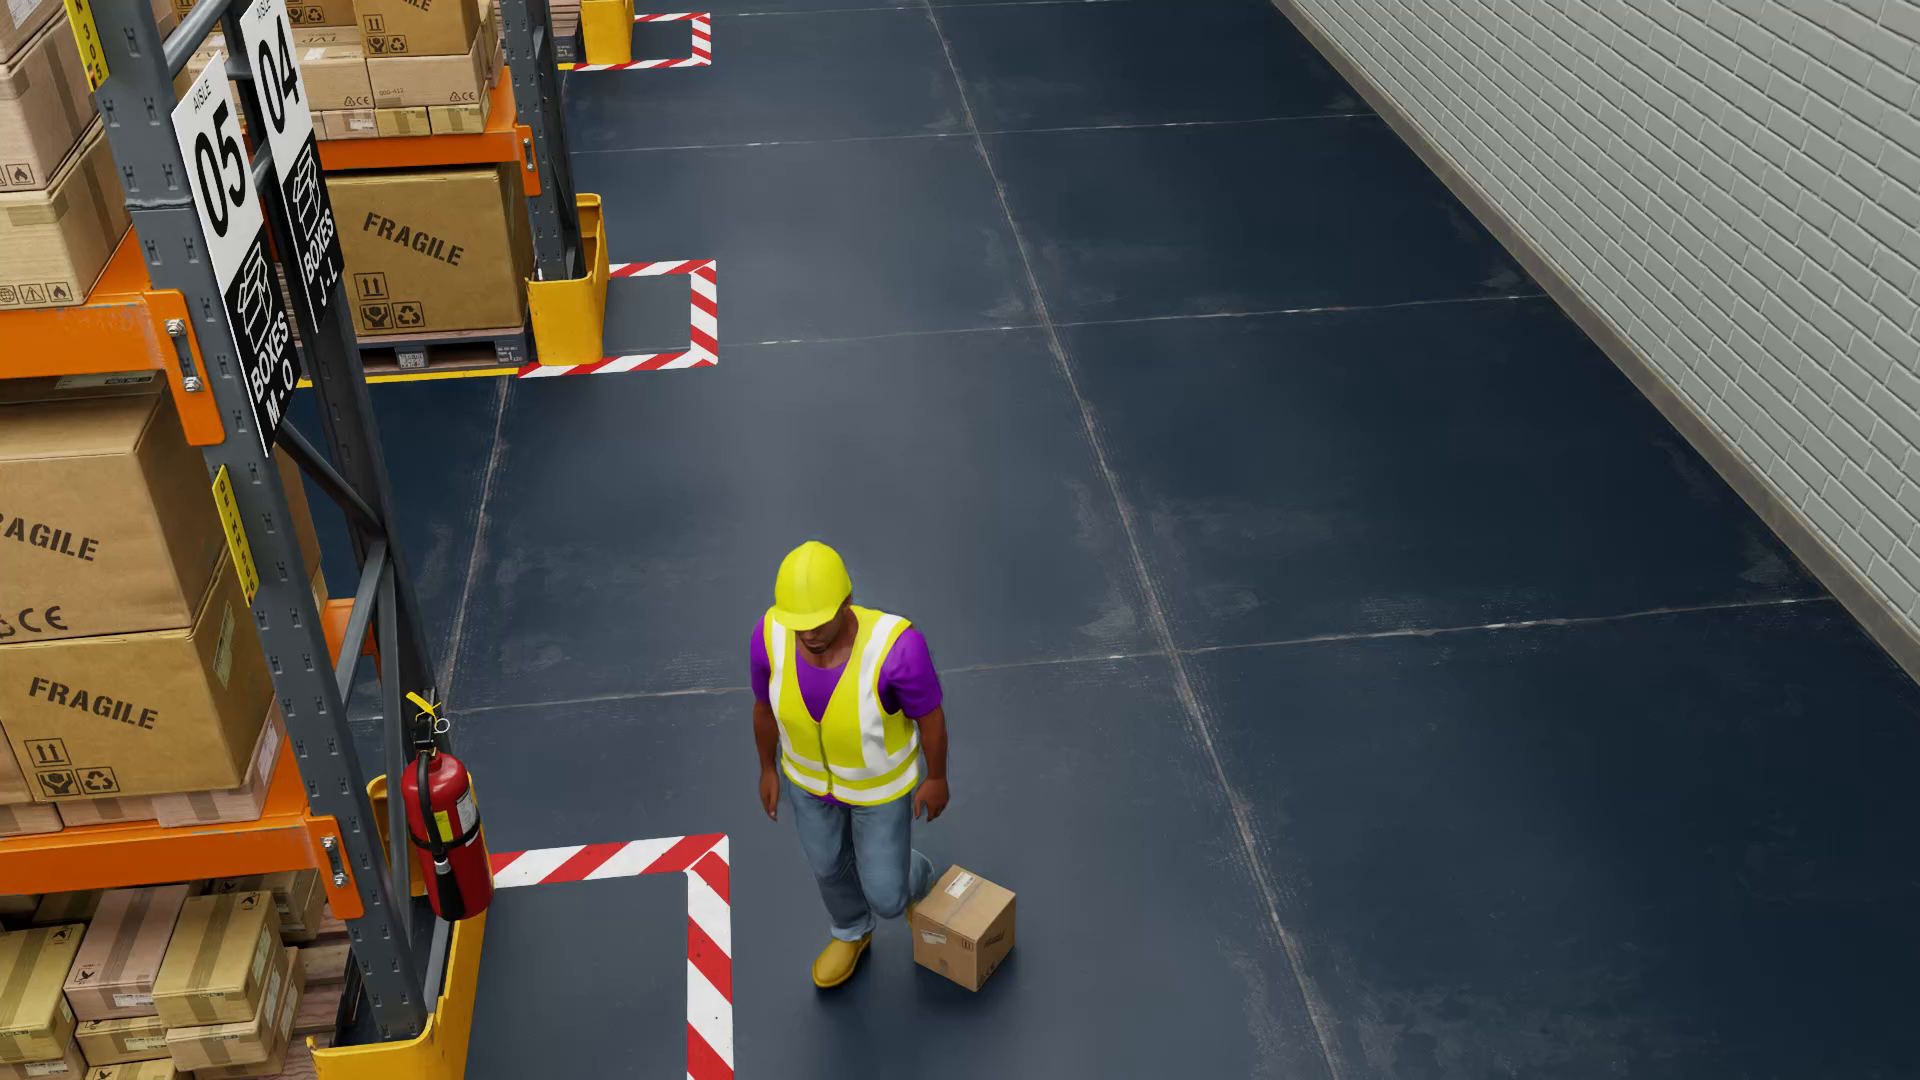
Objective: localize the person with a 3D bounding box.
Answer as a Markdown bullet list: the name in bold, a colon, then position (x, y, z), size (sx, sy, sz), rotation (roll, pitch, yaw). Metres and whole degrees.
- **person**: position (-0.313, 0.691, 5.115), size (0.595, 1.715, 0.555), rotation (12, 36, 17)
